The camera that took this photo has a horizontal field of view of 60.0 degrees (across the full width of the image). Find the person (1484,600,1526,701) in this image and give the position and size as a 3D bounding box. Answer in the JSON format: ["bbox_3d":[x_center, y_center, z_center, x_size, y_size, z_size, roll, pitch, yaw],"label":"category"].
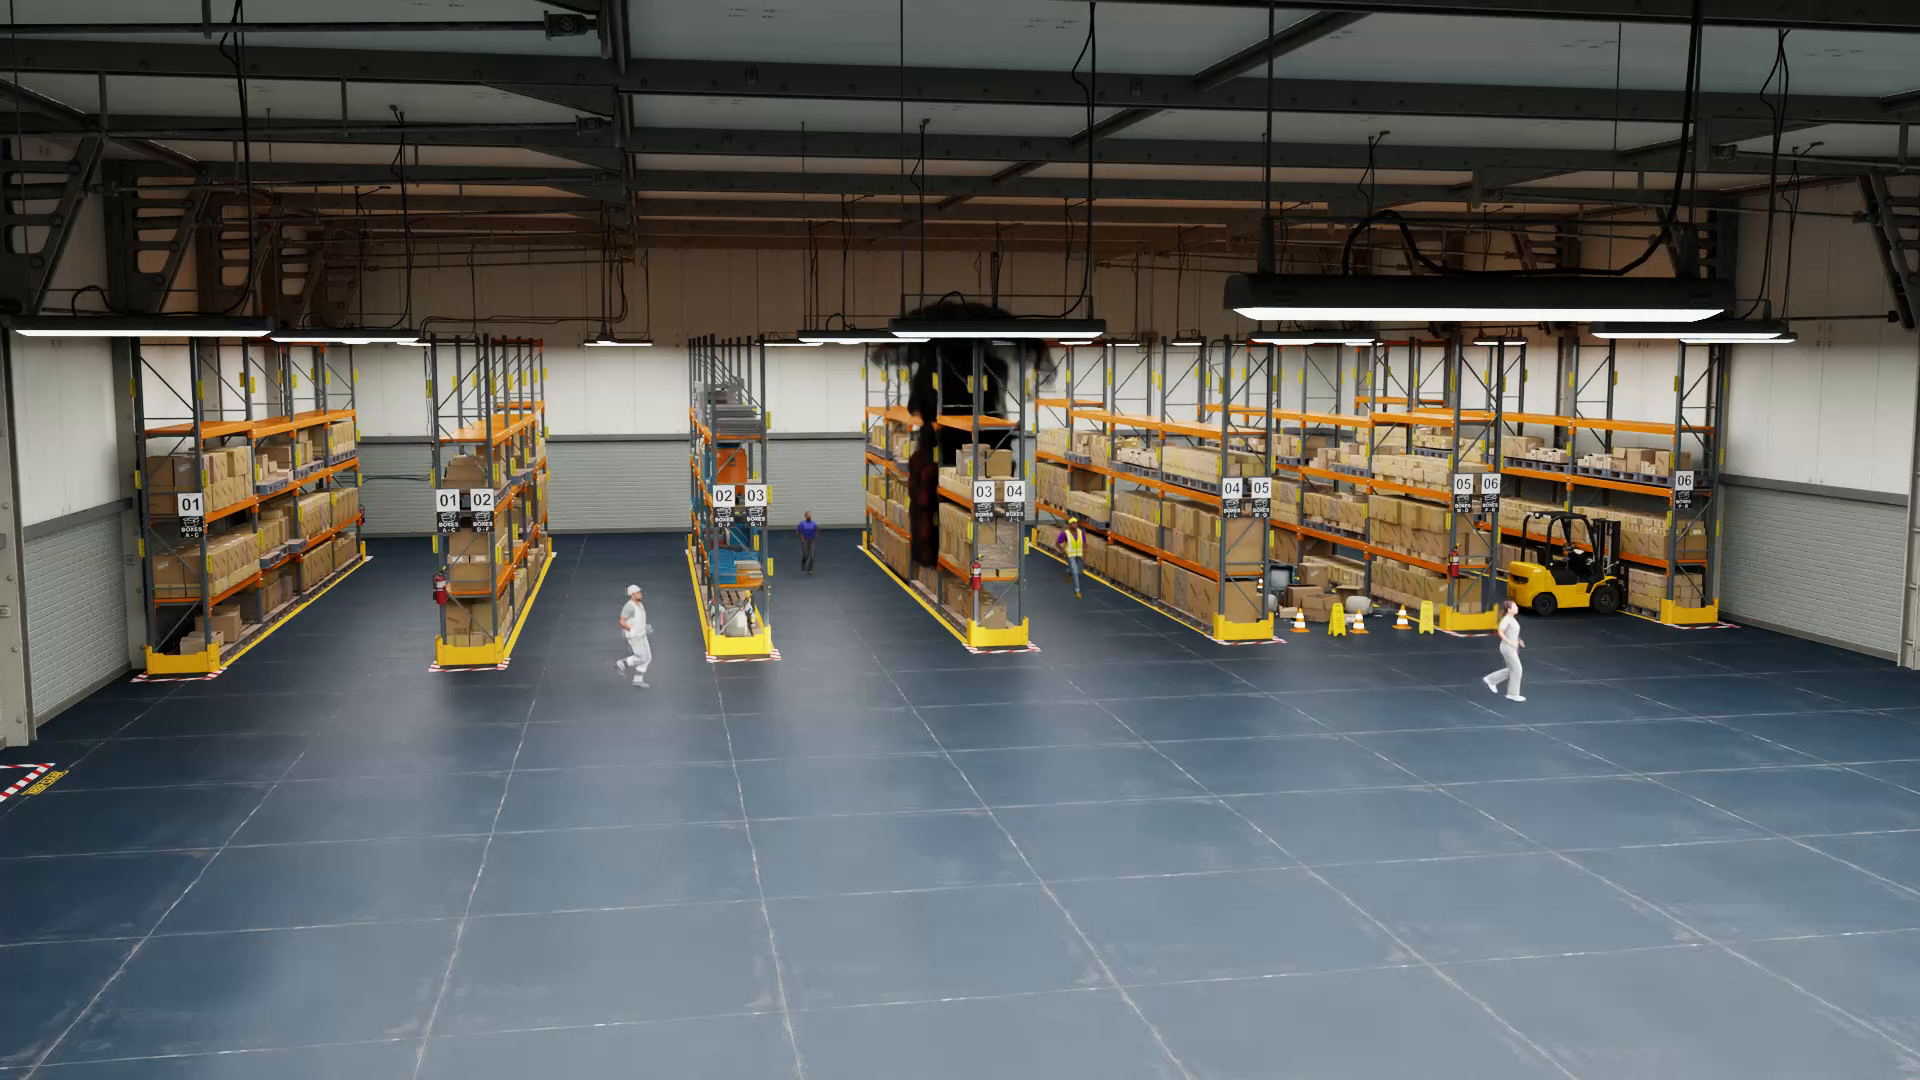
[{"bbox_3d":[8.932,1.796,27.230,0.688,1.651,0.574,3,7,28],"label":"person"}]

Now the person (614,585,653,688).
[{"bbox_3d":[-5.570,1.635,28.295,0.600,1.751,0.664,2,7,13],"label":"person"}]

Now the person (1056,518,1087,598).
[{"bbox_3d":[2.501,0.373,36.846,0.694,1.748,0.899,-3,7,-25],"label":"person"}]

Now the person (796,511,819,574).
[{"bbox_3d":[-3.849,0.071,42.377,0.571,1.608,0.572,-2,7,-20],"label":"person"}]
